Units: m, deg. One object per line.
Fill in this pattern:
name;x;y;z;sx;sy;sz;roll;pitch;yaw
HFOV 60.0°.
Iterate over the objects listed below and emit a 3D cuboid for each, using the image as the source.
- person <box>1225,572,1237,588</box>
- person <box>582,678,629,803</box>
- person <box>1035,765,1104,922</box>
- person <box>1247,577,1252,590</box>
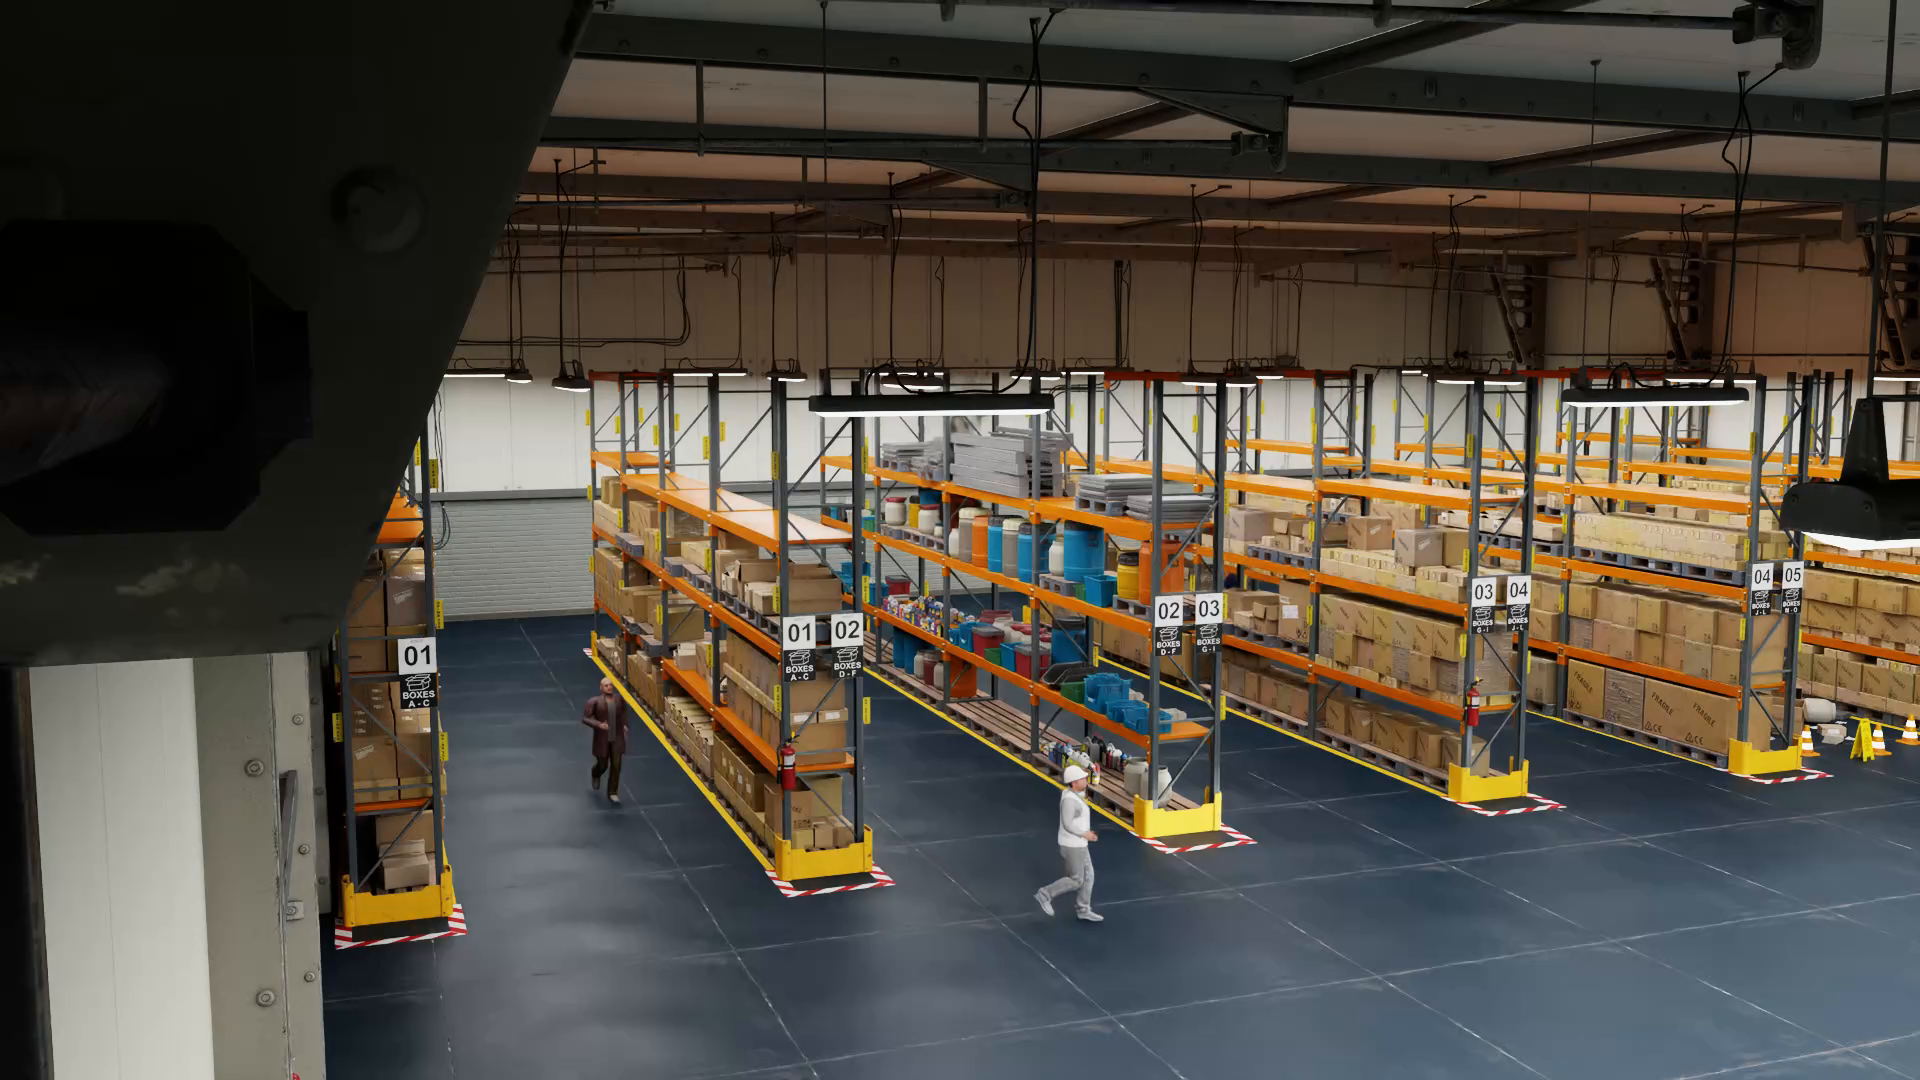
person;6.765;0.917;41.559;0.478;1.597;0.660;3;7;23
person;-5.028;2.817;23.678;0.718;1.746;0.833;-4;7;-31
person;1.233;3.392;18.622;0.764;1.772;0.684;1;6;8
person;7.206;0.823;41.847;0.984;1.655;0.592;-2;7;-14
